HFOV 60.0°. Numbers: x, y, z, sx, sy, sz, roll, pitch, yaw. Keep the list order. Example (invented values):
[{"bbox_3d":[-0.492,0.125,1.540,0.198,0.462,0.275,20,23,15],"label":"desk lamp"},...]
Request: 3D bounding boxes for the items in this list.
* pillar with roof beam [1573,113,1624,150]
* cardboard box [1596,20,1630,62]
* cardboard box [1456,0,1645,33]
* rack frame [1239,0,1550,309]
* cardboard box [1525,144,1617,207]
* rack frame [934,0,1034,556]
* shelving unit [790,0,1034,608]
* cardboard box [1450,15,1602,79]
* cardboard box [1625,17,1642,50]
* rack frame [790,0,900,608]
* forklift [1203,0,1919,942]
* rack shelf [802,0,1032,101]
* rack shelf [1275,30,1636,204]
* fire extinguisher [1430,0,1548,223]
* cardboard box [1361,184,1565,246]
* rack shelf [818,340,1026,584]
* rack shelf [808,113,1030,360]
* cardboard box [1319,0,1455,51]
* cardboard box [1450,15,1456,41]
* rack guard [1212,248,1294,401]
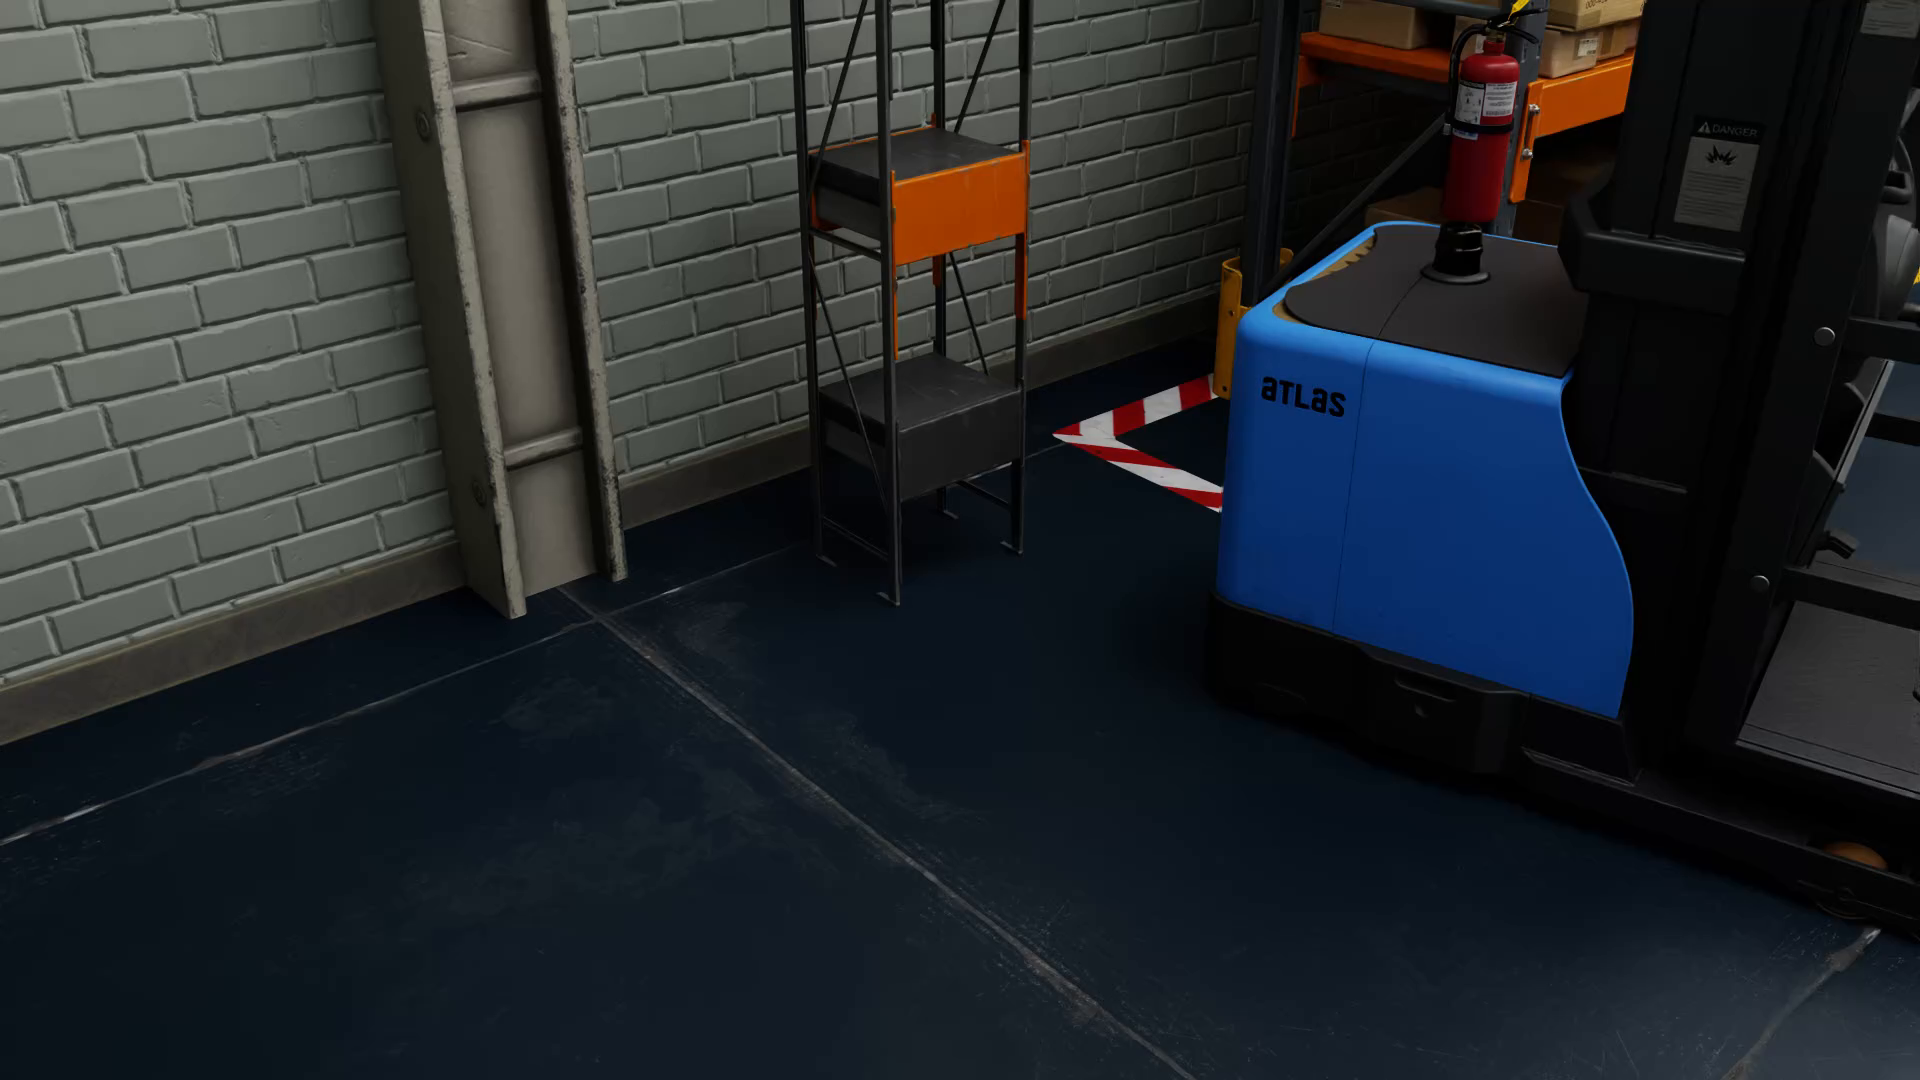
[{"bbox_3d":[6.105,-4.145,3.458,0.400,9.000,9.100,-22,35,-35],"label":"pillar with roof beam"},{"bbox_3d":[1.974,-1.694,5.505,0.250,0.149,0.380,-21,35,-34],"label":"cardboard box"},{"bbox_3d":[1.903,-1.816,5.309,0.500,0.250,0.500,-22,35,-35],"label":"cardboard box"},{"bbox_3d":[1.383,-1.709,5.265,0.127,3.000,1.000,-22,35,-35],"label":"rack frame"},{"bbox_3d":[2.585,-1.192,6.505,0.500,0.500,0.700,-20,34,-33],"label":"cardboard box"},{"bbox_3d":[0.060,-0.950,4.800,0.015,2.100,0.400,-22,35,-35],"label":"rack frame"},{"bbox_3d":[-0.126,-0.875,4.660,0.503,2.100,0.431,-22,35,-35],"label":"shelving unit"},{"bbox_3d":[1.811,-1.600,5.328,0.250,0.149,0.380,-22,35,-35],"label":"cardboard box"},{"bbox_3d":[2.152,-1.787,5.679,0.250,0.149,0.380,-22,35,-36],"label":"cardboard box"},{"bbox_3d":[-0.312,-0.801,4.521,0.015,2.100,0.400,-22,35,-35],"label":"rack frame"},{"bbox_3d":[2.166,-0.690,3.432,3.031,2.935,1.130,17,33,29],"label":"forklift"},{"bbox_3d":[-0.126,-1.481,4.337,0.480,0.518,0.431,-22,35,-35],"label":"rack shelf"},{"bbox_3d":[2.904,-2.003,6.579,4.000,0.370,1.077,-22,35,-35],"label":"rack shelf"},{"bbox_3d":[1.571,-1.299,4.977,0.183,0.674,0.296,-22,35,-35],"label":"fire extinguisher"},{"bbox_3d":[1.910,-0.946,6.041,0.637,0.503,0.797,-24,36,-37],"label":"cardboard box"},{"bbox_3d":[-0.126,-0.246,4.997,0.480,0.518,0.431,-22,35,-35],"label":"rack shelf"},{"bbox_3d":[-0.126,-0.863,4.667,0.480,0.518,0.431,-22,35,-35],"label":"rack shelf"},{"bbox_3d":[1.461,-1.796,5.694,0.250,0.149,0.380,-22,35,-35],"label":"cardboard box"},{"bbox_3d":[1.694,-1.851,5.798,0.250,0.149,0.380,-21,34,-34],"label":"cardboard box"},{"bbox_3d":[1.441,-0.630,5.898,0.348,0.500,1.175,-22,35,-35],"label":"rack guard"}]
